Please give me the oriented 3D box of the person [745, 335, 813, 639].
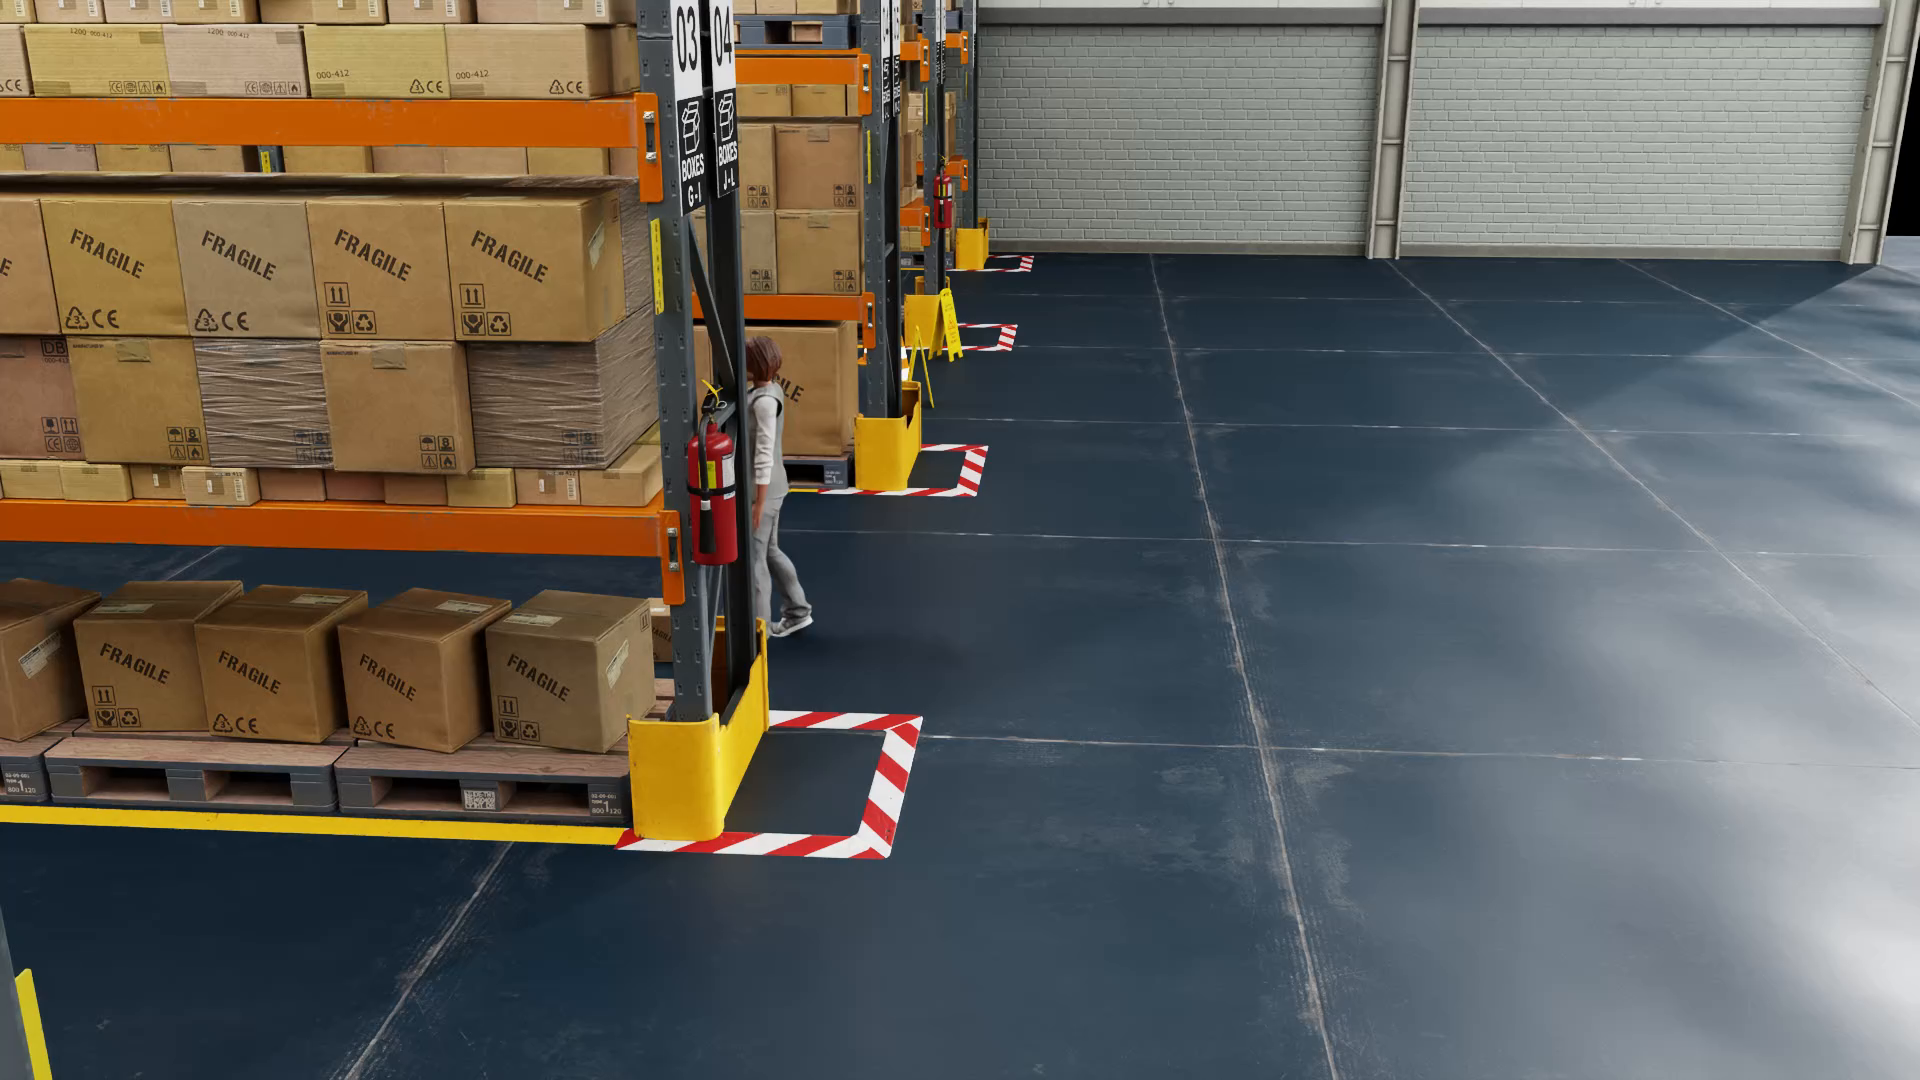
[{"bbox_3d":[-1.007,-0.215,8.254,0.509,1.624,0.451,-1,18,-4],"label":"person"}]
